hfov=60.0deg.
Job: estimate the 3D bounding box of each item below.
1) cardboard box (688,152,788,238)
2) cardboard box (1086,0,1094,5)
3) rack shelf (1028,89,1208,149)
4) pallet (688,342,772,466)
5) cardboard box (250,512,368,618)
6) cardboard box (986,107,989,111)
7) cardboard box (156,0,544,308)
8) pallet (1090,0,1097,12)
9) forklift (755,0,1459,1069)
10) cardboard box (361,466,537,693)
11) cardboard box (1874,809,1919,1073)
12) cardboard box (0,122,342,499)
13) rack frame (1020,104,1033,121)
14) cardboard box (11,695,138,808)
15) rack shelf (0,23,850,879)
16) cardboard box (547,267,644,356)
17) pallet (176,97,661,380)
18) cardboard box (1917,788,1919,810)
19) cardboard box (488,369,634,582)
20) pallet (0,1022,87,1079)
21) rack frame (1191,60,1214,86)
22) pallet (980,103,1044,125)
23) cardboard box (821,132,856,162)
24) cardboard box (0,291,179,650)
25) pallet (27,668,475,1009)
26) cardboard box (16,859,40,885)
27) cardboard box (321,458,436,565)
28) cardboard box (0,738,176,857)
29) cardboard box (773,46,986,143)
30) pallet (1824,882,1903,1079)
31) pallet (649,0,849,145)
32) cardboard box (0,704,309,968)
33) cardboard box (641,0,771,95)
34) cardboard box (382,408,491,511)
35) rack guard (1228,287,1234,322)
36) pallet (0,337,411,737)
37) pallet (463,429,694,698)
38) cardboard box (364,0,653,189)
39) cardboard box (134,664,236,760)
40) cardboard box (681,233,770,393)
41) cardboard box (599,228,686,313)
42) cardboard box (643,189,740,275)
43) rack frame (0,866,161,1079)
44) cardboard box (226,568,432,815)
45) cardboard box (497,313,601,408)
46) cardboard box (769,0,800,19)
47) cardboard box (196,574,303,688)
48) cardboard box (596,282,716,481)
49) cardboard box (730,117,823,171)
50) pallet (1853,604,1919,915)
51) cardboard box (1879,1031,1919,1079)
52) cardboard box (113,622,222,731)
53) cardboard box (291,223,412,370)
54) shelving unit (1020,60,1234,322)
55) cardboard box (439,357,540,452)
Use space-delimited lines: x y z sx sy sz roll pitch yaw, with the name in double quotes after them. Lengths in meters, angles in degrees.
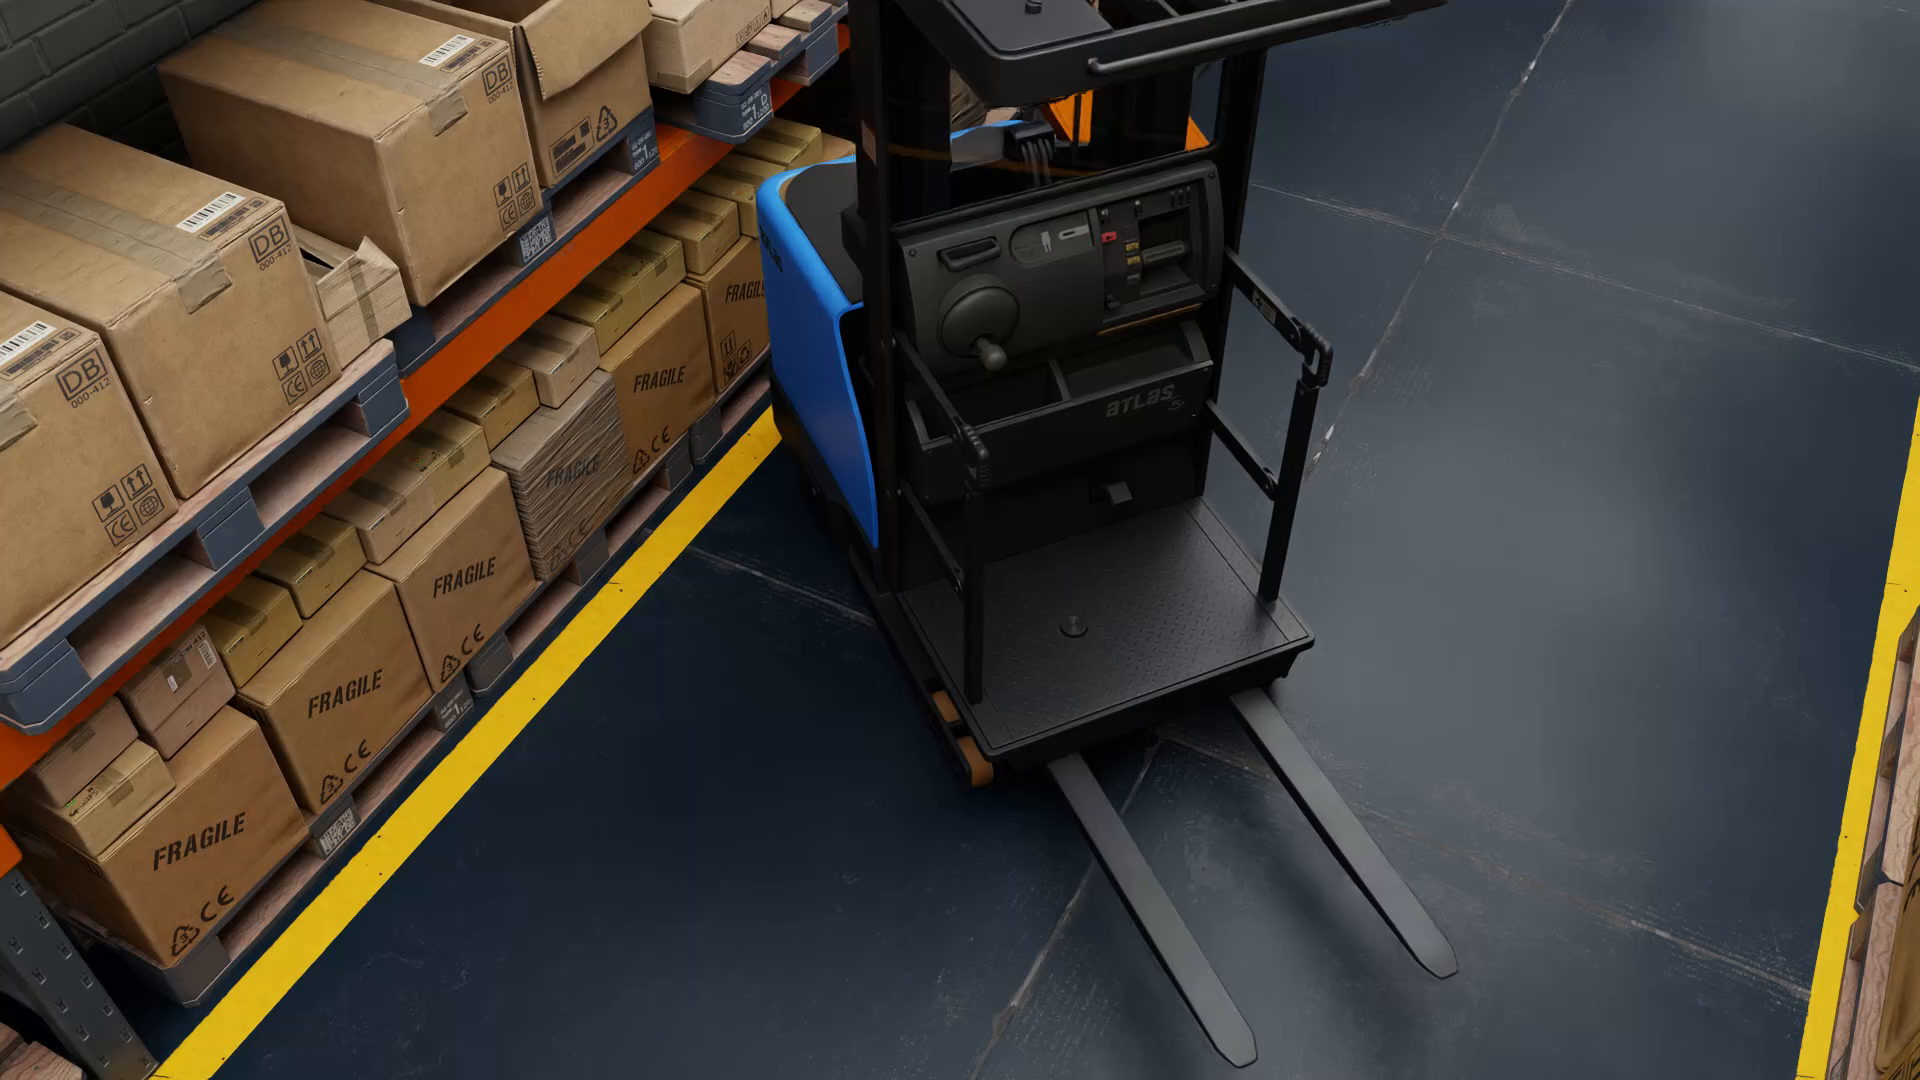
-0.825 -1.235 5.868 0.380 0.149 0.250 18 48 17 "cardboard box"
0.190 -2.854 7.837 0.875 0.625 0.625 19 48 17 "cardboard box"
0.638 -1.577 6.507 0.538 0.185 1.000 -12 47 -11 "rack shelf"
-1.101 -0.877 6.468 1.003 0.211 1.213 20 49 19 "pallet"
-1.891 0.027 4.620 0.380 0.149 0.250 20 49 18 "cardboard box"
-0.122 -2.430 7.417 0.875 0.625 0.625 22 49 20 "cardboard box"
-1.550 -1.029 4.293 0.700 0.500 0.500 20 49 19 "cardboard box"
0.264 -2.606 8.177 1.003 0.211 1.213 20 49 19 "pallet"
0.379 -0.638 4.320 1.130 2.935 3.031 -18 48 -17 "forklift"
-1.679 0.054 5.050 0.500 0.500 0.500 19 48 18 "cardboard box"
2.866 0.889 3.961 0.875 0.875 0.875 21 49 20 "cardboard box"
-1.914 -0.535 3.804 0.700 0.500 0.500 21 49 19 "cardboard box"
0.495 -2.050 6.722 0.500 1.500 0.032 -12 47 -11 "rack frame"
-2.229 0.445 3.998 0.380 0.149 0.250 20 49 18 "cardboard box"
-1.649 -0.802 4.939 1.077 0.370 4.000 20 49 19 "rack shelf"
-1.264 -0.775 5.413 0.380 0.149 0.250 20 49 18 "cardboard box"
-1.619 -1.021 4.785 1.003 0.211 1.213 20 49 19 "pallet"
3.283 0.329 4.515 0.875 0.875 0.875 20 49 19 "cardboard box"
-1.433 -0.271 5.371 0.500 0.500 0.500 19 48 18 "cardboard box"
-2.897 1.618 4.003 1.003 0.211 1.213 20 49 19 "pallet"
0.780 -1.356 6.036 0.500 1.500 0.032 -12 47 -11 "rack frame"
-0.304 -1.840 7.420 1.003 0.211 1.213 20 49 19 "pallet"
-0.726 -1.246 6.335 0.500 0.500 0.500 22 49 20 "cardboard box"
-2.155 -0.209 3.482 0.700 0.500 0.500 22 49 20 "cardboard box"
-2.233 0.661 4.949 1.003 0.211 1.213 20 49 19 "pallet"
-2.611 0.529 4.580 0.500 0.500 0.500 20 49 19 "cardboard box"
-1.742 -0.118 4.763 0.380 0.149 0.250 20 49 19 "cardboard box"
-2.175 0.570 4.084 0.380 0.149 0.250 23 50 21 "cardboard box"
-0.419 -2.016 7.008 0.875 0.625 0.625 22 49 20 "cardboard box"
2.677 1.539 4.080 1.003 0.211 1.213 20 49 19 "pallet"
-0.973 -1.797 5.552 1.213 0.211 1.003 20 49 19 "pallet"
-2.153 0.706 4.406 0.500 0.500 0.500 22 49 21 "cardboard box"
-0.924 -1.638 5.070 0.500 0.250 0.500 18 48 17 "cardboard box"
-1.625 -0.273 4.917 0.380 0.149 0.250 22 49 20 "cardboard box"
0.780 -0.918 6.481 0.587 0.250 0.087 -12 47 -11 "rack guard"
-2.110 -0.195 3.968 1.003 0.211 1.213 20 49 19 "pallet"
-1.668 -0.111 5.711 1.003 0.211 1.213 20 49 19 "pallet"
-1.314 -1.409 4.666 0.797 0.503 0.637 19 48 18 "cardboard box"
-2.115 0.370 4.281 0.380 0.149 0.250 19 48 18 "cardboard box"
-0.968 -0.934 6.027 0.500 0.500 0.500 20 49 18 "cardboard box"
-1.149 -0.932 5.568 0.380 0.149 0.250 22 49 20 "cardboard box"
-0.986 -1.083 5.718 0.380 0.149 0.250 19 48 18 "cardboard box"
-2.577 0.205 3.438 1.000 3.000 0.127 20 49 19 "rack frame"
-1.915 0.367 4.740 0.500 0.500 0.500 20 49 19 "cardboard box"
-1.366 -0.591 5.231 0.380 0.149 0.250 18 48 17 "cardboard box"
-0.686 -1.834 5.335 0.380 0.149 0.250 21 49 20 "cardboard box"
-2.006 0.205 4.445 0.380 0.149 0.250 18 48 17 "cardboard box"
-1.209 -0.604 5.700 0.500 0.500 0.500 22 49 21 "cardboard box"
-0.725 -1.417 6.048 0.380 0.149 0.250 18 48 17 "cardboard box"
3.245 0.774 4.837 1.003 0.211 1.213 20 49 19 "pallet"
2.450 1.452 3.404 0.875 0.875 0.875 22 49 20 "cardboard box"
-2.097 0.286 4.155 0.380 0.149 0.250 18 48 17 "cardboard box"
-1.593 -0.644 4.077 0.396 0.266 0.258 23 50 21 "cardboard box"
0.640 -1.697 6.373 0.587 1.500 1.083 -12 47 -11 "shelving unit"
-1.525 -0.453 5.095 0.380 0.149 0.250 21 49 19 "cardboard box"
